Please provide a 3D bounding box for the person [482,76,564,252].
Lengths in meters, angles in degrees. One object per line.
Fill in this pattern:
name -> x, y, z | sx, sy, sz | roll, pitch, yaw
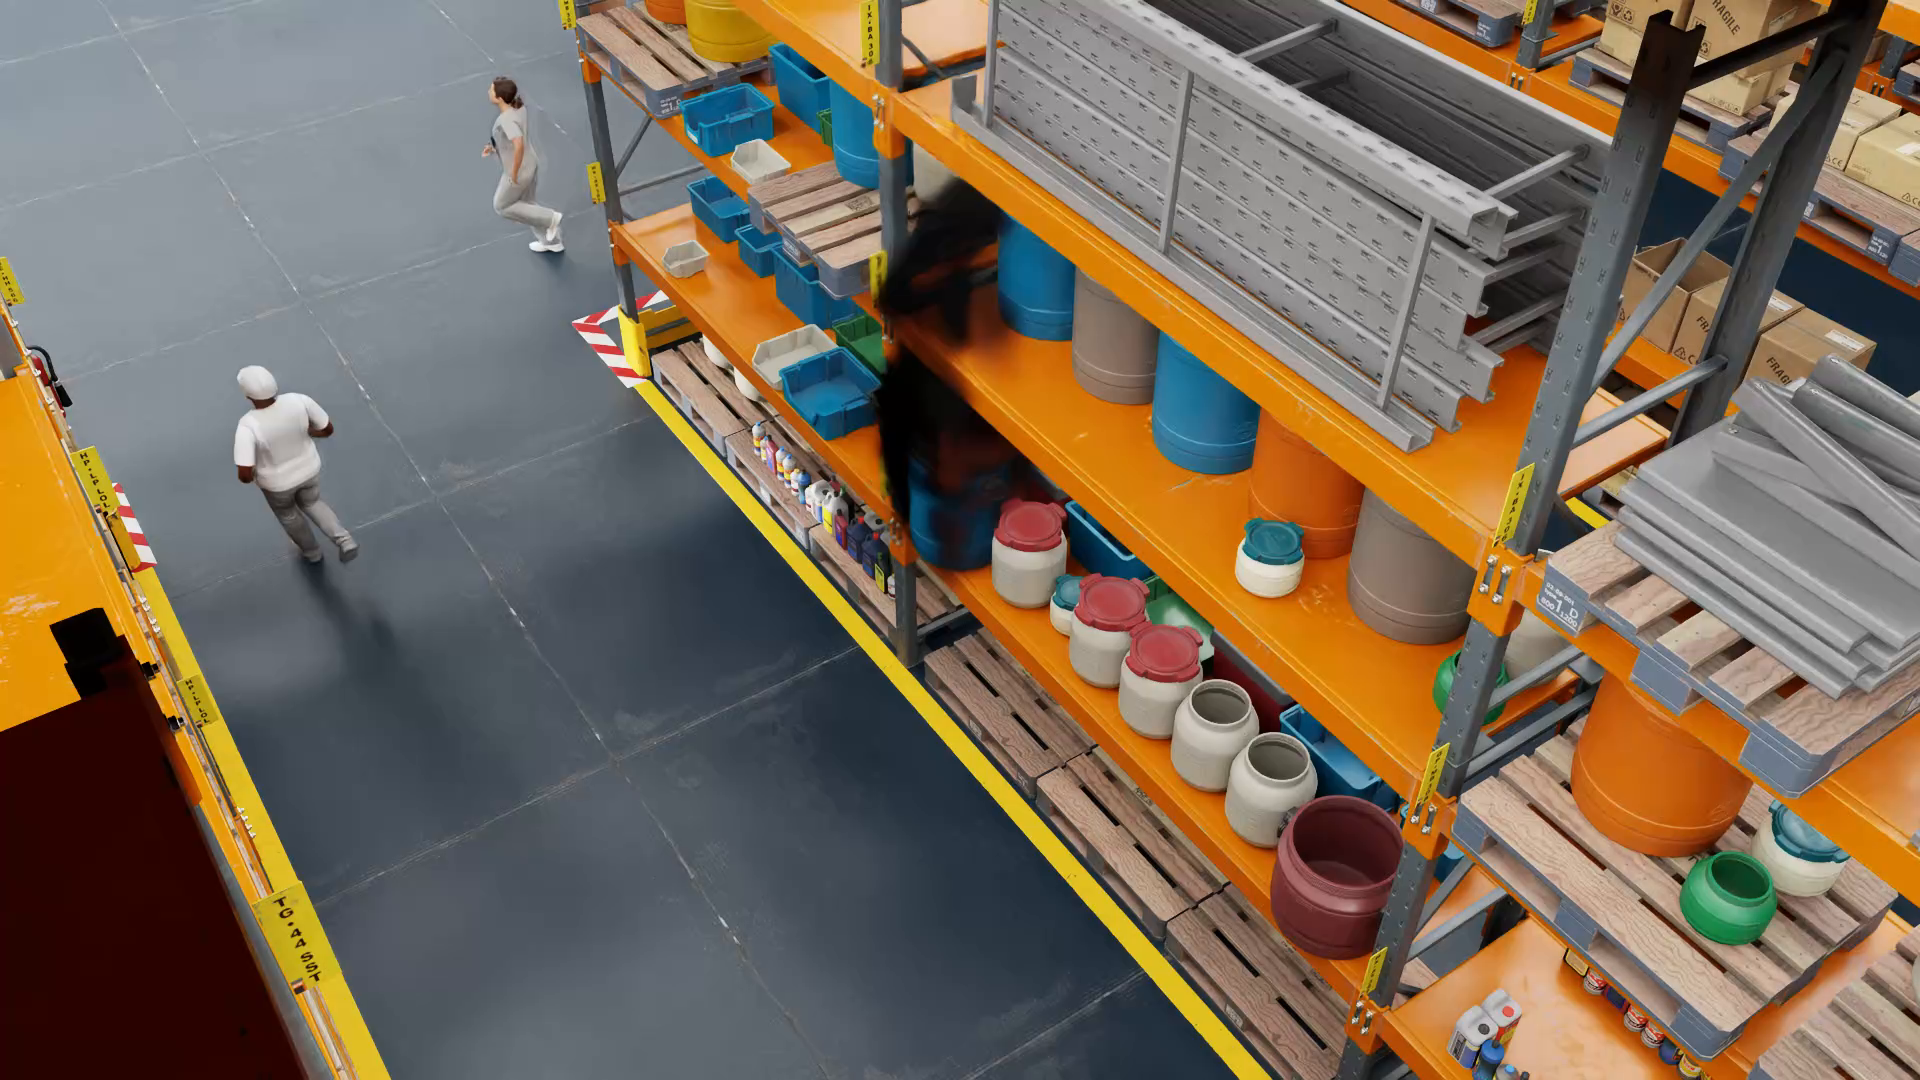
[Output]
person -> -3.710, -3.102, 13.941 | 0.623, 1.628, 0.598 | 2, 43, 2

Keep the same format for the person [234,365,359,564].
person -> -4.418, -0.429, 10.956 | 0.801, 1.738, 0.700 | 33, 52, 30
